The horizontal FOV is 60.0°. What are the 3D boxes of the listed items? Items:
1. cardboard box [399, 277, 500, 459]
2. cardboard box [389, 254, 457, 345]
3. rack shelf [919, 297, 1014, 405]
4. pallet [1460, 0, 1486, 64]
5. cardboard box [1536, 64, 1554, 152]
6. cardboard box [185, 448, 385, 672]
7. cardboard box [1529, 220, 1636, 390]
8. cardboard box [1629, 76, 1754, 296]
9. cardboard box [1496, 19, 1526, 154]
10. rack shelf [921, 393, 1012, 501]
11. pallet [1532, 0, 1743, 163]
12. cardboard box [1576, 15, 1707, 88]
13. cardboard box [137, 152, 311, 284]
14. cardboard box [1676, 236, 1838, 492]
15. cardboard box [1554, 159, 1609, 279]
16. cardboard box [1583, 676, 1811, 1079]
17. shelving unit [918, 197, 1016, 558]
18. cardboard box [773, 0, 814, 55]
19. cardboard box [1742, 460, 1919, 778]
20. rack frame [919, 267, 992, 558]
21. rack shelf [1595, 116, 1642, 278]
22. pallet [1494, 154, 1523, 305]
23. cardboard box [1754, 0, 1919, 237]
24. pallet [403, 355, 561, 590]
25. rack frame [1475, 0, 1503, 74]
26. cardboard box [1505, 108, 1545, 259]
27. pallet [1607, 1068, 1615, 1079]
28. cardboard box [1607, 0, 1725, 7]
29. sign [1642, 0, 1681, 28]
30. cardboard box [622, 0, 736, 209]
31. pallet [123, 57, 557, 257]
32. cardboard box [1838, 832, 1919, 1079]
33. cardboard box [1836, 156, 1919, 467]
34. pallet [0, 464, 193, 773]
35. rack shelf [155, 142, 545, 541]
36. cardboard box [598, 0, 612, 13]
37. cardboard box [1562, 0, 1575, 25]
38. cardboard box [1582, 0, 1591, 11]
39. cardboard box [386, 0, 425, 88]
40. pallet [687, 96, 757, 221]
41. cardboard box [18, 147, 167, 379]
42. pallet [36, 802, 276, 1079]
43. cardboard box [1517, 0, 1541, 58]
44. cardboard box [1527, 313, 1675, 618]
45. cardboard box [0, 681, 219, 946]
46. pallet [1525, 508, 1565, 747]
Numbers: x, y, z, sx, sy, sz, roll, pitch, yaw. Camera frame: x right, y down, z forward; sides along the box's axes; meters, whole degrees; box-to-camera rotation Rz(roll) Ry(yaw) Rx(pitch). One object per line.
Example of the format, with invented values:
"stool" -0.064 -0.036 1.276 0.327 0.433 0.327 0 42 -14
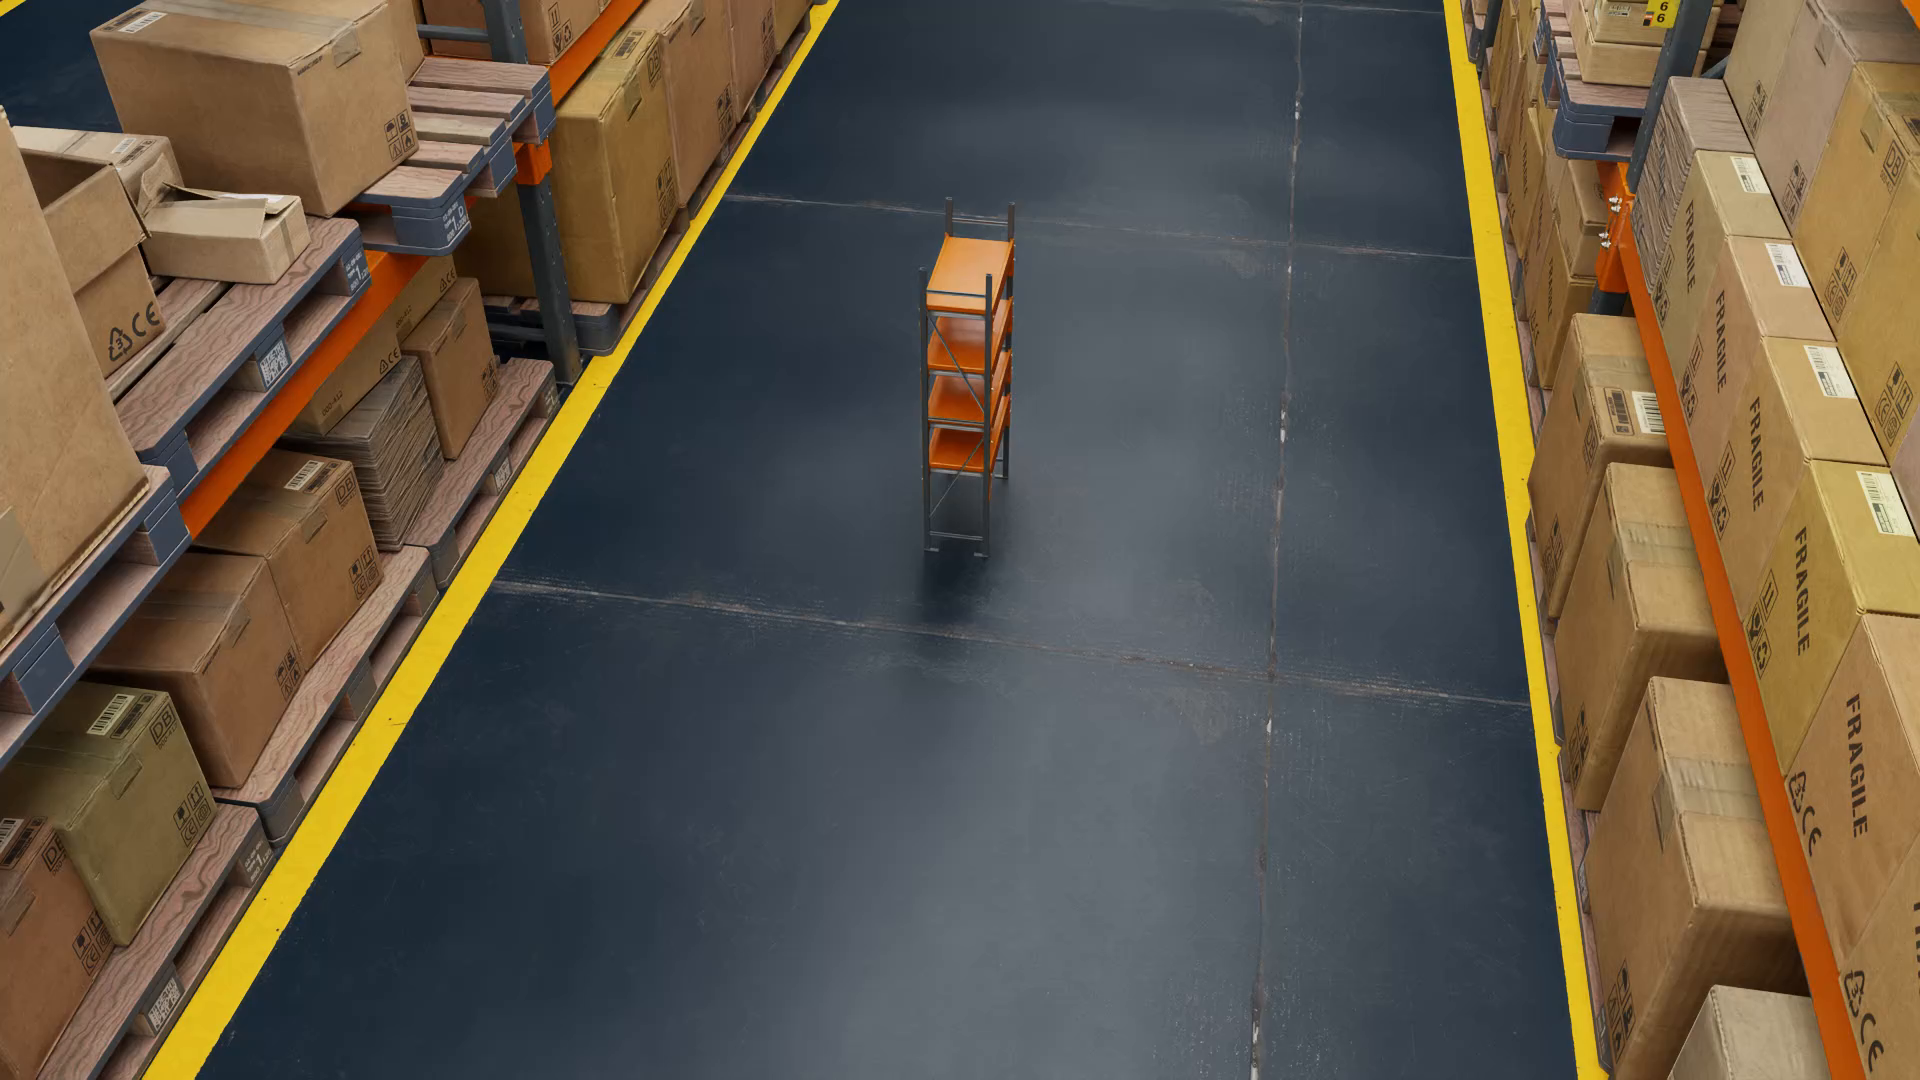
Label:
"cardboard box" -2.213 -0.677 6.331 0.700 0.500 0.500 4 40 5
"cardboard box" -2.203 -0.965 6.091 0.500 0.250 0.500 8 40 9
"rack shelf" 0.029 -0.687 5.894 0.258 0.148 0.480 6 40 8
"pallet" 3.525 -3.144 9.887 1.003 0.211 1.213 6 40 8
"cardboard box" 2.792 -1.864 7.194 0.500 0.250 0.500 7 40 9
"cardboard box" -2.387 0.029 5.477 0.700 0.500 0.500 10 41 11
"cardboard box" 2.608 -0.923 6.645 0.500 0.500 0.500 6 40 7
"cardboard box" 2.408 -1.069 5.111 0.500 0.500 0.500 7 40 8
"cardboard box" 2.965 -2.225 8.219 0.500 0.500 0.500 8 40 10
"rack shelf" 0.029 -0.361 6.163 0.258 0.148 0.480 6 40 8
"pallet" 2.770 -1.668 6.064 1.213 0.211 1.003 6 40 8
"cardboard box" 2.384 -1.708 5.830 0.380 0.149 0.250 7 40 8
"cardboard box" -2.139 -0.927 4.793 0.396 0.266 0.258 5 40 6
"cardboard box" 2.235 -0.434 4.342 0.500 0.500 0.500 6 40 8
"cardboard box" 2.611 -1.229 6.425 0.500 0.250 0.500 6 40 7
"cardboard box" 2.249 0.928 4.209 1.050 0.750 0.750 6 40 8
"shelving unit" 0.029 -0.566 5.993 0.258 1.200 0.503 6 40 8
"cardboard box" -1.515 -3.343 9.277 1.225 0.875 0.875 7 40 8
"cardboard box" 2.061 0.198 3.578 0.500 0.500 0.500 7 40 8
"rack frame" -0.014 -0.413 5.808 0.240 1.200 0.015 6 40 8
"rack shelf" 3.097 -2.261 7.195 1.077 0.370 4.000 6 40 8
"pallet" 3.101 -1.462 7.853 1.003 0.211 1.213 6 40 8
"cardboard box" 2.578 -1.109 4.374 0.700 0.500 0.500 6 40 7
"pallet" -2.253 -0.328 6.481 1.003 0.211 1.213 6 40 8
"rack frame" 3.444 -3.793 8.484 1.000 3.000 0.127 6 40 8
"cardboard box" 2.777 -1.582 7.442 0.500 0.500 0.500 5 40 6
"pallet" 2.118 1.810 3.896 1.003 0.211 1.213 6 40 8
"cardboard box" 2.385 -1.935 5.638 0.380 0.149 0.250 5 40 6
"sign" 2.215 -1.753 5.169 0.100 0.325 0.005 6 40 8
"cardboard box" -1.815 -2.226 7.926 1.225 0.875 0.875 7 40 8
"pallet" -2.135 -1.360 5.692 1.213 0.211 1.003 6 40 8
"cardboard box" 1.886 0.832 2.811 0.500 0.500 0.500 6 40 7
"cardboard box" 2.403 -0.466 3.596 0.700 0.500 0.500 6 40 7
"pallet" -2.533 0.227 3.771 1.003 0.211 1.213 6 40 8
"rack shelf" -2.462 -0.361 4.897 1.077 0.370 4.000 6 40 8
"cardboard box" -1.677 -2.531 6.878 0.500 0.500 0.500 5 40 6
"cardboard box" 2.473 -2.025 6.213 0.380 0.149 0.250 7 40 8
"cardboard box" 2.433 -1.991 5.938 0.380 0.149 0.250 8 40 9
"cardboard box" -2.170 -1.750 5.605 0.500 0.500 0.500 2 40 2
"pallet" -1.692 -2.068 8.586 1.003 0.211 1.213 6 40 8
"cardboard box" -2.599 -0.683 4.311 0.797 0.503 0.637 10 41 12
"pallet" -2.675 1.203 4.629 1.003 0.211 1.213 6 40 8
"cardboard box" 2.966 -2.512 7.977 0.500 0.250 0.500 7 40 9
"cardboard box" 2.557 -0.205 5.580 1.050 0.750 0.750 6 40 7
"cardboard box" -2.580 0.731 4.629 0.700 0.500 0.500 6 40 7
"pallet" 2.541 0.278 5.748 1.003 0.211 1.213 6 40 8
